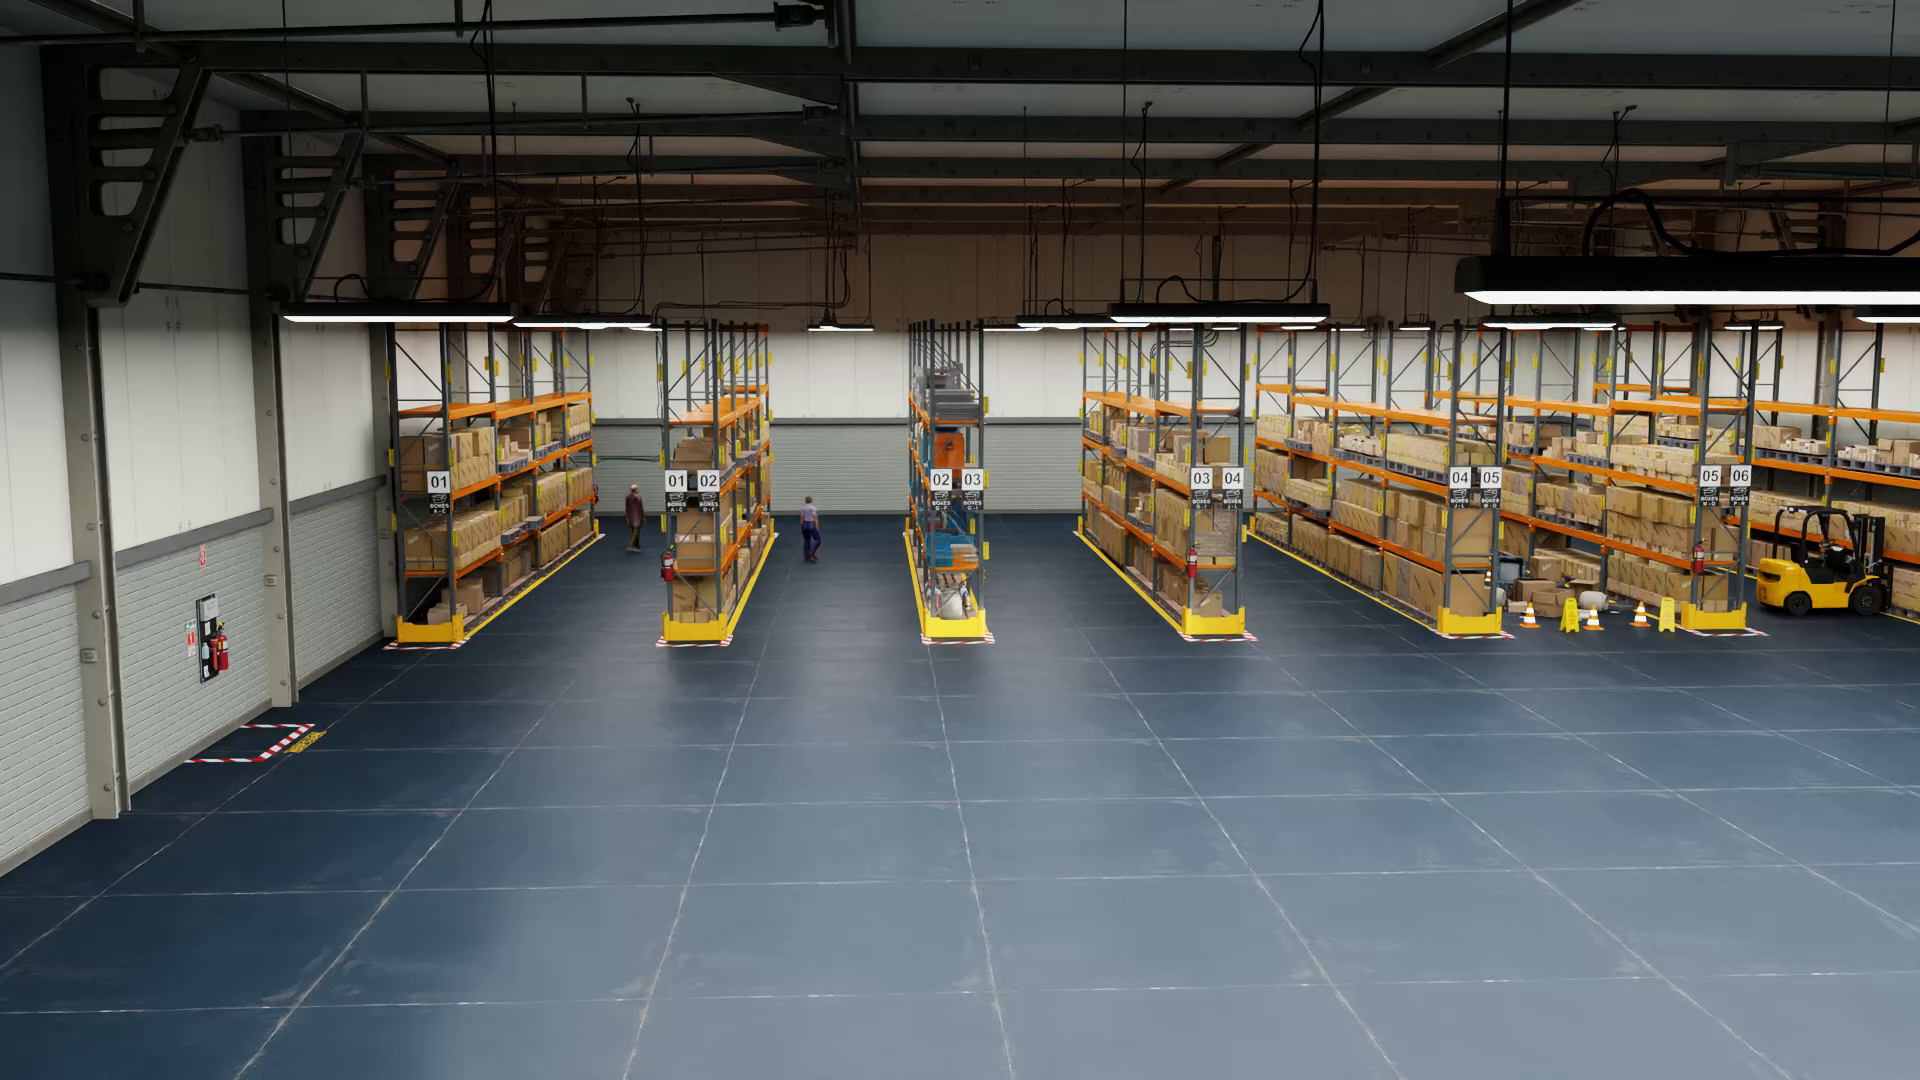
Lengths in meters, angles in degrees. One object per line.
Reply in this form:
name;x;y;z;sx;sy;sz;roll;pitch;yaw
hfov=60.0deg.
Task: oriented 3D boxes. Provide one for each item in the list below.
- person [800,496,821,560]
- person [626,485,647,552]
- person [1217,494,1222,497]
person;-3.827;-0.294;42.174;0.526;1.648;0.477;4;8;27
person;-8.584;-0.576;43.905;0.618;1.773;0.800;6;9;40
person;7.612;-1.103;48.482;0.476;1.630;0.962;4;8;29
